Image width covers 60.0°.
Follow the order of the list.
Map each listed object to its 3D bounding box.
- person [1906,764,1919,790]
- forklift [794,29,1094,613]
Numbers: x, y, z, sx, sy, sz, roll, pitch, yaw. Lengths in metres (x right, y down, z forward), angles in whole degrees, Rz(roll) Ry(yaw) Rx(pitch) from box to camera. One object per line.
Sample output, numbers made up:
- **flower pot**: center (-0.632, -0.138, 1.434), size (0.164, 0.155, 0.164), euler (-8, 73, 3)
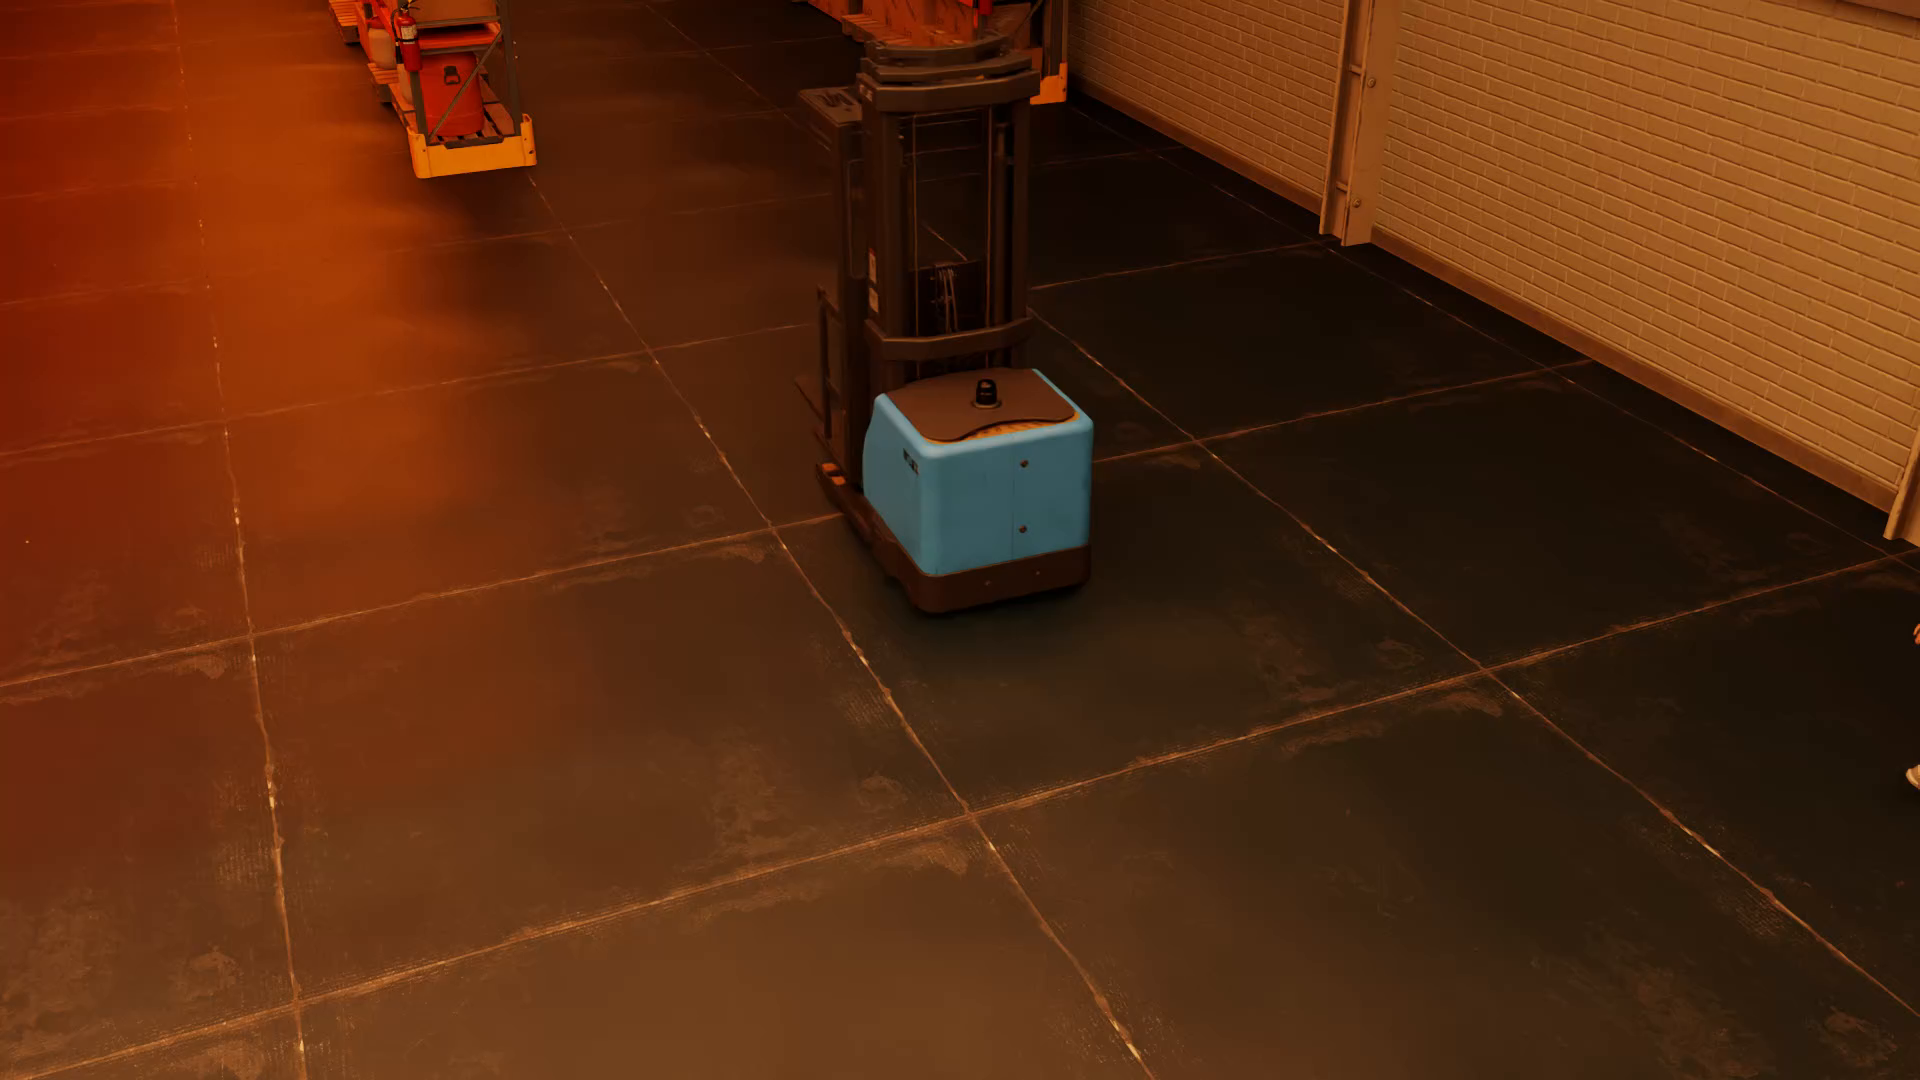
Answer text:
- **person**: center (4.836, 0.561, 7.522), size (0.787, 1.585, 0.529), euler (10, 31, 17)
- **forklift**: center (-0.275, -1.581, 9.884), size (1.130, 2.935, 3.031), euler (-11, 32, -19)
